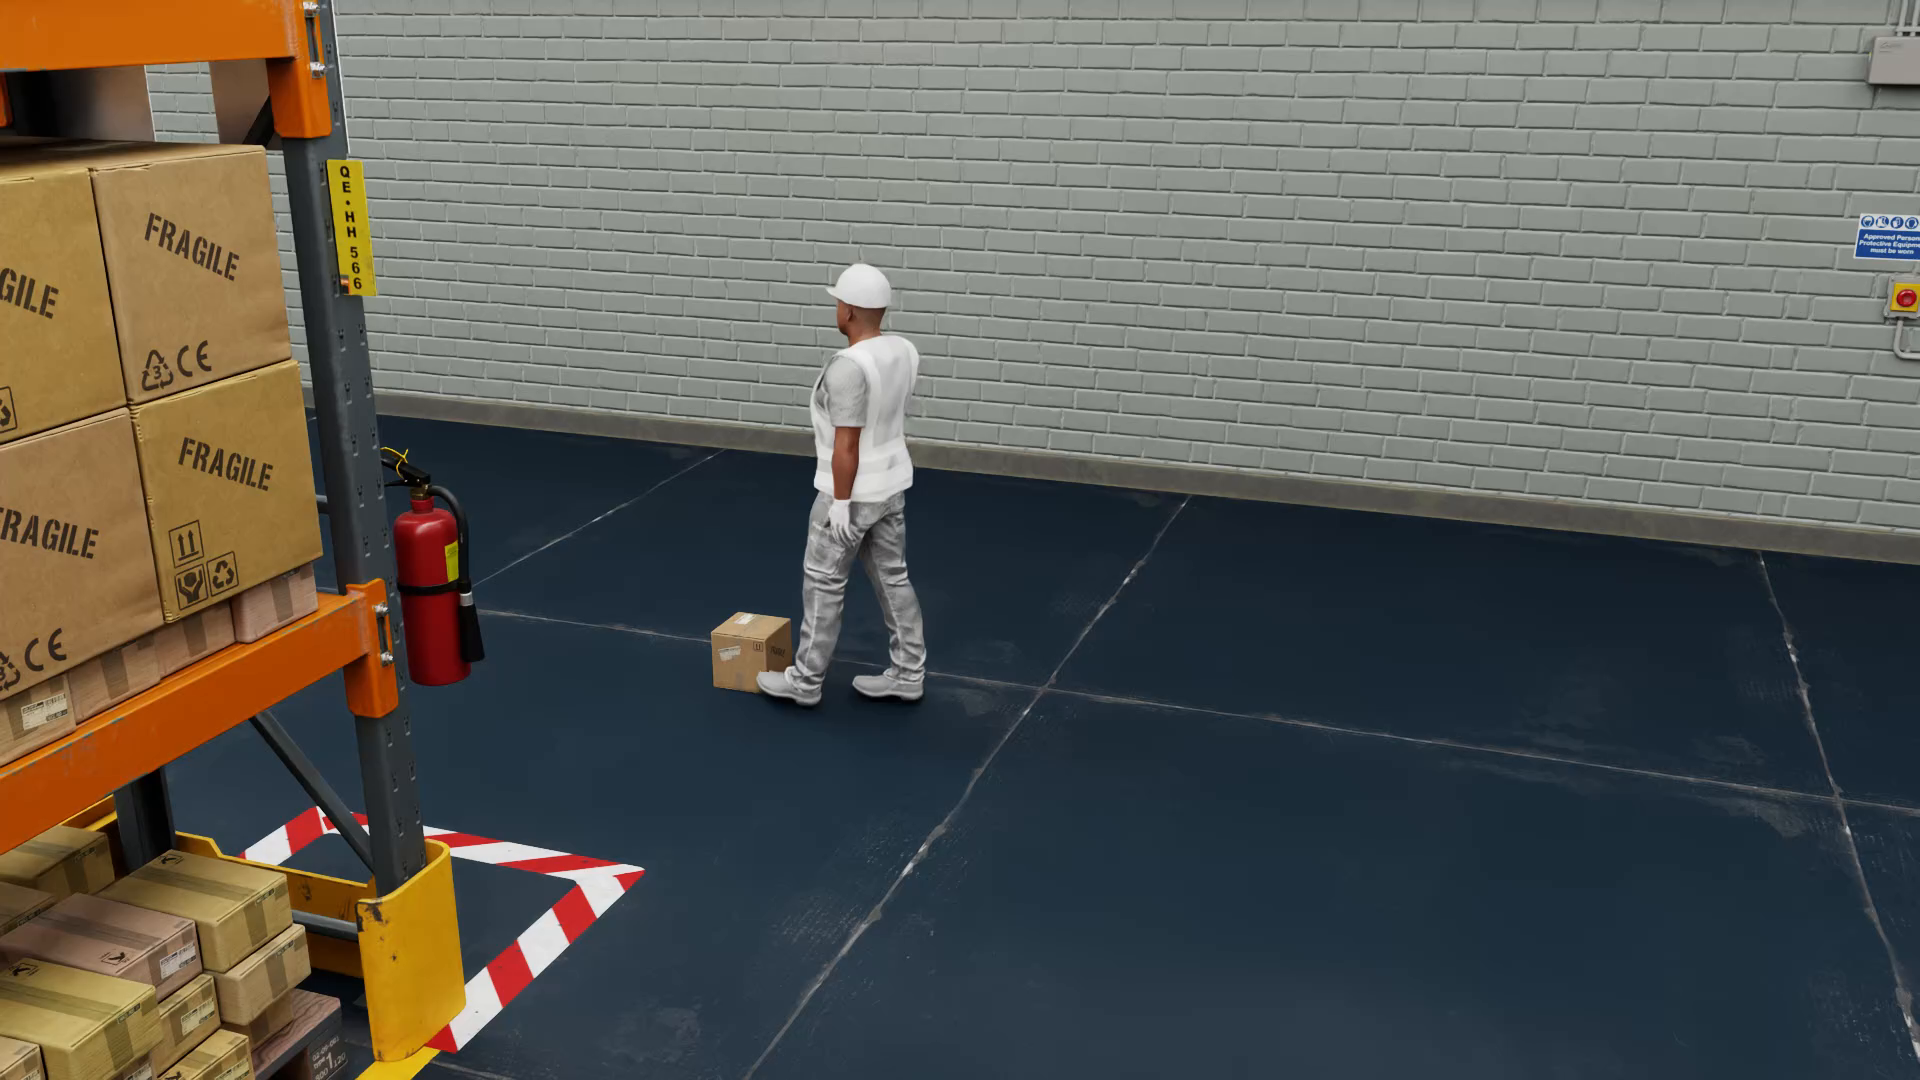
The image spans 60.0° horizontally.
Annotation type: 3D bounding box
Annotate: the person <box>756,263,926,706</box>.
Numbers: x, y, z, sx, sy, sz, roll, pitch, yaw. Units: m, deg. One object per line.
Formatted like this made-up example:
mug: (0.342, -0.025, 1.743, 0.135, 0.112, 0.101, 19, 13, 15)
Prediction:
person: (-0.478, -0.217, 6.635, 0.649, 1.777, 0.556, 10, 21, 27)
